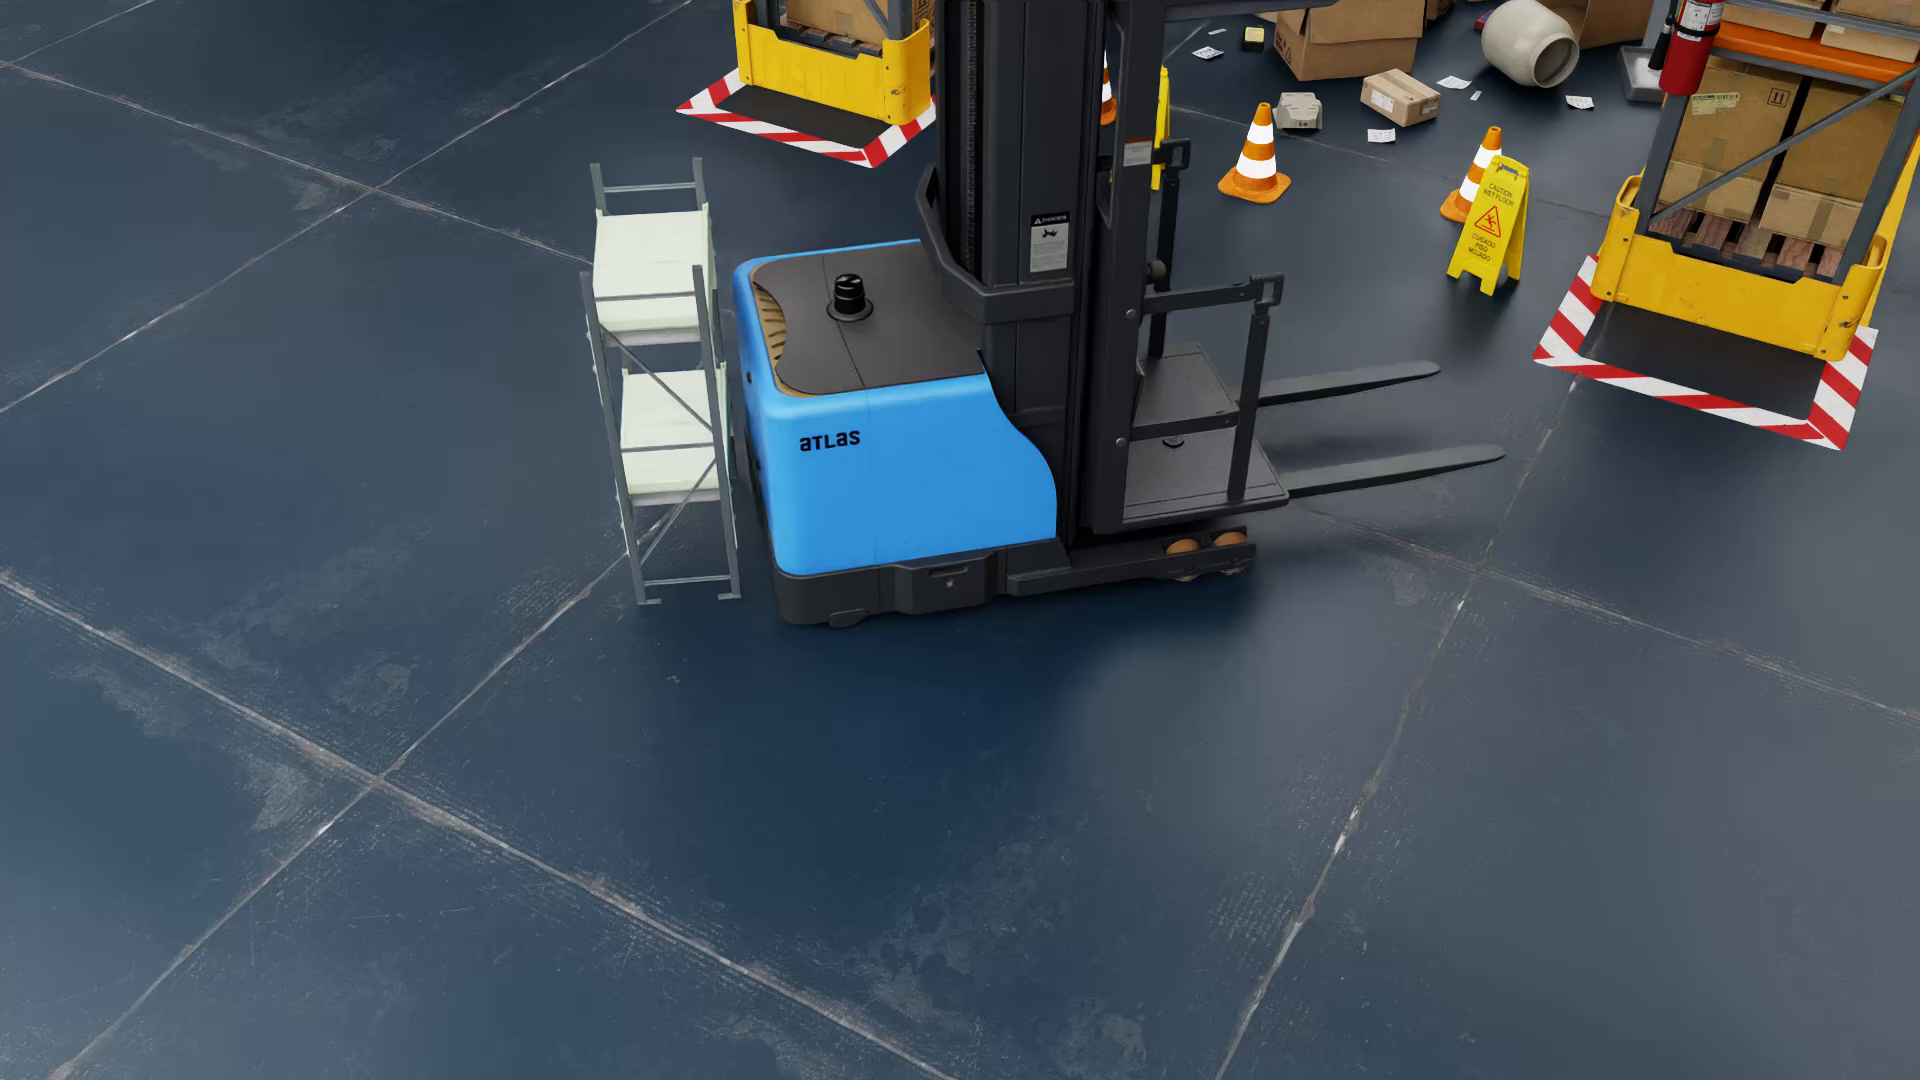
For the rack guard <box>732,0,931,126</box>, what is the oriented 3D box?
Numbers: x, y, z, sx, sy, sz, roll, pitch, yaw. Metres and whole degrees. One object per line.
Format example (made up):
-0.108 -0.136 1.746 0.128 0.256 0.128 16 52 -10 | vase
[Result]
-0.738 -2.810 9.562 1.175 0.500 0.348 21 45 22 | rack guard

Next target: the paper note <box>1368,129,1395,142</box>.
2.360 -2.267 9.301 0.148 0.019 0.142 7 42 8 | paper note

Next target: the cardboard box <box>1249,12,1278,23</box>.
2.010 -3.432 10.446 0.396 0.266 0.258 29 49 29 | cardboard box

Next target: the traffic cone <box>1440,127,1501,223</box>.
2.708 -1.903 8.561 0.336 0.463 0.334 21 45 22 | traffic cone

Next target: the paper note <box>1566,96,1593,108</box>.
3.583 -2.537 9.607 0.142 0.019 0.148 7 42 8 | paper note

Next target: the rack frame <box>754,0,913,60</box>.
-0.726 -3.762 8.752 1.000 3.000 0.127 21 45 22 | rack frame

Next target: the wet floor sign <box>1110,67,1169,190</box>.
0.973 -2.207 8.767 0.267 0.644 0.232 14 43 15 | wet floor sign

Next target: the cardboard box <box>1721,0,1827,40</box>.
3.612 -2.373 7.365 0.380 0.149 0.250 22 46 23 | cardboard box

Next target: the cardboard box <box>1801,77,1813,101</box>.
4.562 -2.735 9.349 0.500 0.250 0.500 20 45 22 | cardboard box

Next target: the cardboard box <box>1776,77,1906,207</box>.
4.264 -1.973 7.917 0.500 0.500 0.500 19 45 21 | cardboard box

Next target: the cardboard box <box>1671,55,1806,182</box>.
3.785 -2.134 8.099 0.500 0.500 0.500 21 46 22 | cardboard box

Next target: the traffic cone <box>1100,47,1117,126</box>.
0.769 -2.644 9.402 0.336 0.463 0.334 21 45 22 | traffic cone

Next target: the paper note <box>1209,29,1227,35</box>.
1.598 -3.157 10.328 0.123 0.001 0.032 -21 45 -22 | paper note

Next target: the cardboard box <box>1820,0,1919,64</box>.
3.959 -2.214 7.184 0.380 0.149 0.250 21 46 22 | cardboard box

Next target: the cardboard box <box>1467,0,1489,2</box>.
3.346 -3.689 10.738 0.258 0.266 0.396 -7 42 -7 | cardboard box

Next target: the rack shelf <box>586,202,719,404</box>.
-1.097 -0.863 6.005 0.431 0.370 0.720 -4 42 -5 | rack shelf

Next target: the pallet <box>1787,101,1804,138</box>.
4.696 -2.328 9.234 1.003 0.211 1.213 21 45 22 | pallet

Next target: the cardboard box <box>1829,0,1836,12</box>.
4.073 -2.363 7.354 0.380 0.149 0.250 22 46 23 | cardboard box

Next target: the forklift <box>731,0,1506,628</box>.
0.689 -1.272 5.977 3.031 2.935 1.130 -9 42 -10 | forklift

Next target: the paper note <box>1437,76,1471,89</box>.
2.914 -2.699 9.801 0.142 0.019 0.148 -29 49 -29 | paper note

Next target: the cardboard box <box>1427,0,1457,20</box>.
2.758 -3.677 10.441 0.797 0.637 0.503 21 45 22 | cardboard box

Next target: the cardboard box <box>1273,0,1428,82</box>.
2.297 -3.088 9.876 0.797 0.503 0.637 -7 42 -7 | cardboard box

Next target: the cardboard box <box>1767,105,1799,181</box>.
4.047 -2.153 8.688 0.500 0.250 0.500 21 46 22 | cardboard box

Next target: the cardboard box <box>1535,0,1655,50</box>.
3.897 -3.371 10.198 0.500 0.500 0.500 -14 43 -15 | cardboard box

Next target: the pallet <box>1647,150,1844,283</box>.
4.085 -1.632 8.444 1.003 0.211 1.213 21 45 22 | pallet

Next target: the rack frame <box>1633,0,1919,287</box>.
3.610 -2.182 6.958 1.000 3.000 0.127 21 45 22 | rack frame

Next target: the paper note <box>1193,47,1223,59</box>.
1.507 -2.959 10.088 0.142 0.017 0.144 -29 49 -29 | paper note

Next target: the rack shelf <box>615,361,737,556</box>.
-1.097 -0.326 6.478 0.431 0.370 0.720 -4 42 -5 | rack shelf

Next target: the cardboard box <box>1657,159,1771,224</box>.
3.793 -1.873 8.370 0.500 0.250 0.500 21 45 22 | cardboard box

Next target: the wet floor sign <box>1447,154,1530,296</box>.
2.588 -1.544 8.015 0.232 0.644 0.267 -29 49 -29 | wet floor sign

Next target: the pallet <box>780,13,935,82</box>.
-0.394 -3.198 10.222 1.003 0.211 1.213 21 45 22 | pallet

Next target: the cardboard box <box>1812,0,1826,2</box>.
3.643 -2.733 7.283 0.500 0.500 0.500 20 45 21 | cardboard box

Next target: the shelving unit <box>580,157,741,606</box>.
-1.097 -0.570 6.263 0.431 1.500 0.755 -4 42 -5 | shelving unit

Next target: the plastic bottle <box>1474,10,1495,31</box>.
3.342 -3.250 10.394 0.133 0.061 0.283 29 49 29 | plastic bottle

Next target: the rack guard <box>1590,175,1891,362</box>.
3.648 -1.288 7.834 1.175 0.500 0.348 21 45 22 | rack guard

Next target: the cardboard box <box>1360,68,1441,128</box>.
2.517 -2.530 9.510 0.250 0.149 0.380 -21 45 -22 | cardboard box

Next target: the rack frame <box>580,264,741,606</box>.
-1.054 -0.330 5.990 0.400 1.500 0.023 -4 42 -5 | rack frame

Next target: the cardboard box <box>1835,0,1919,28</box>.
4.087 -2.511 7.031 0.500 0.500 0.500 20 45 21 | cardboard box

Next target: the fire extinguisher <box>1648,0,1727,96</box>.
3.154 -2.240 7.083 0.296 0.674 0.183 21 45 22 | fire extinguisher

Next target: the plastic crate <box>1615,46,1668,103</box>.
4.116 -2.748 9.810 0.402 0.080 0.583 7 42 8 | plastic crate

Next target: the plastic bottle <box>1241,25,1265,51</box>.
1.803 -3.093 10.216 0.133 0.061 0.283 7 42 8 | plastic bottle

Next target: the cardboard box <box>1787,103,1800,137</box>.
4.305 -2.455 9.030 0.500 0.250 0.500 19 45 21 | cardboard box

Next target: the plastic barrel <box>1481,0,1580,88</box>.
3.333 -2.898 9.721 0.421 0.421 0.512 -14 43 -15 | plastic barrel

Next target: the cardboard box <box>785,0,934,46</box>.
-0.444 -3.532 9.781 0.875 0.875 0.875 21 46 22 | cardboard box

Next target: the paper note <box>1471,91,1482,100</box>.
3.006 -2.589 9.682 0.032 0.001 0.123 21 45 22 | paper note

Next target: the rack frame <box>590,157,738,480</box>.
-1.140 -0.811 6.535 0.400 1.500 0.023 -4 42 -5 | rack frame

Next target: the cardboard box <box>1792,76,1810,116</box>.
4.043 -2.434 8.439 0.500 0.500 0.500 23 46 24 | cardboard box

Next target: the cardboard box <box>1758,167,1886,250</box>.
4.253 -1.678 8.149 0.500 0.250 0.500 21 45 22 | cardboard box

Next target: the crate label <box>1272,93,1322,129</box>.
1.917 -2.424 9.398 0.250 0.136 0.298 0 41 0 | crate label

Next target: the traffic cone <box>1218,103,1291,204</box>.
1.577 -2.075 8.757 0.336 0.463 0.334 21 45 22 | traffic cone

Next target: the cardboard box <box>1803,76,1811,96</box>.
4.302 -2.720 8.765 0.500 0.500 0.500 20 45 21 | cardboard box

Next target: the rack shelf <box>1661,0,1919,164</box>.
4.611 -3.057 8.496 1.077 0.370 4.000 21 45 22 | rack shelf
